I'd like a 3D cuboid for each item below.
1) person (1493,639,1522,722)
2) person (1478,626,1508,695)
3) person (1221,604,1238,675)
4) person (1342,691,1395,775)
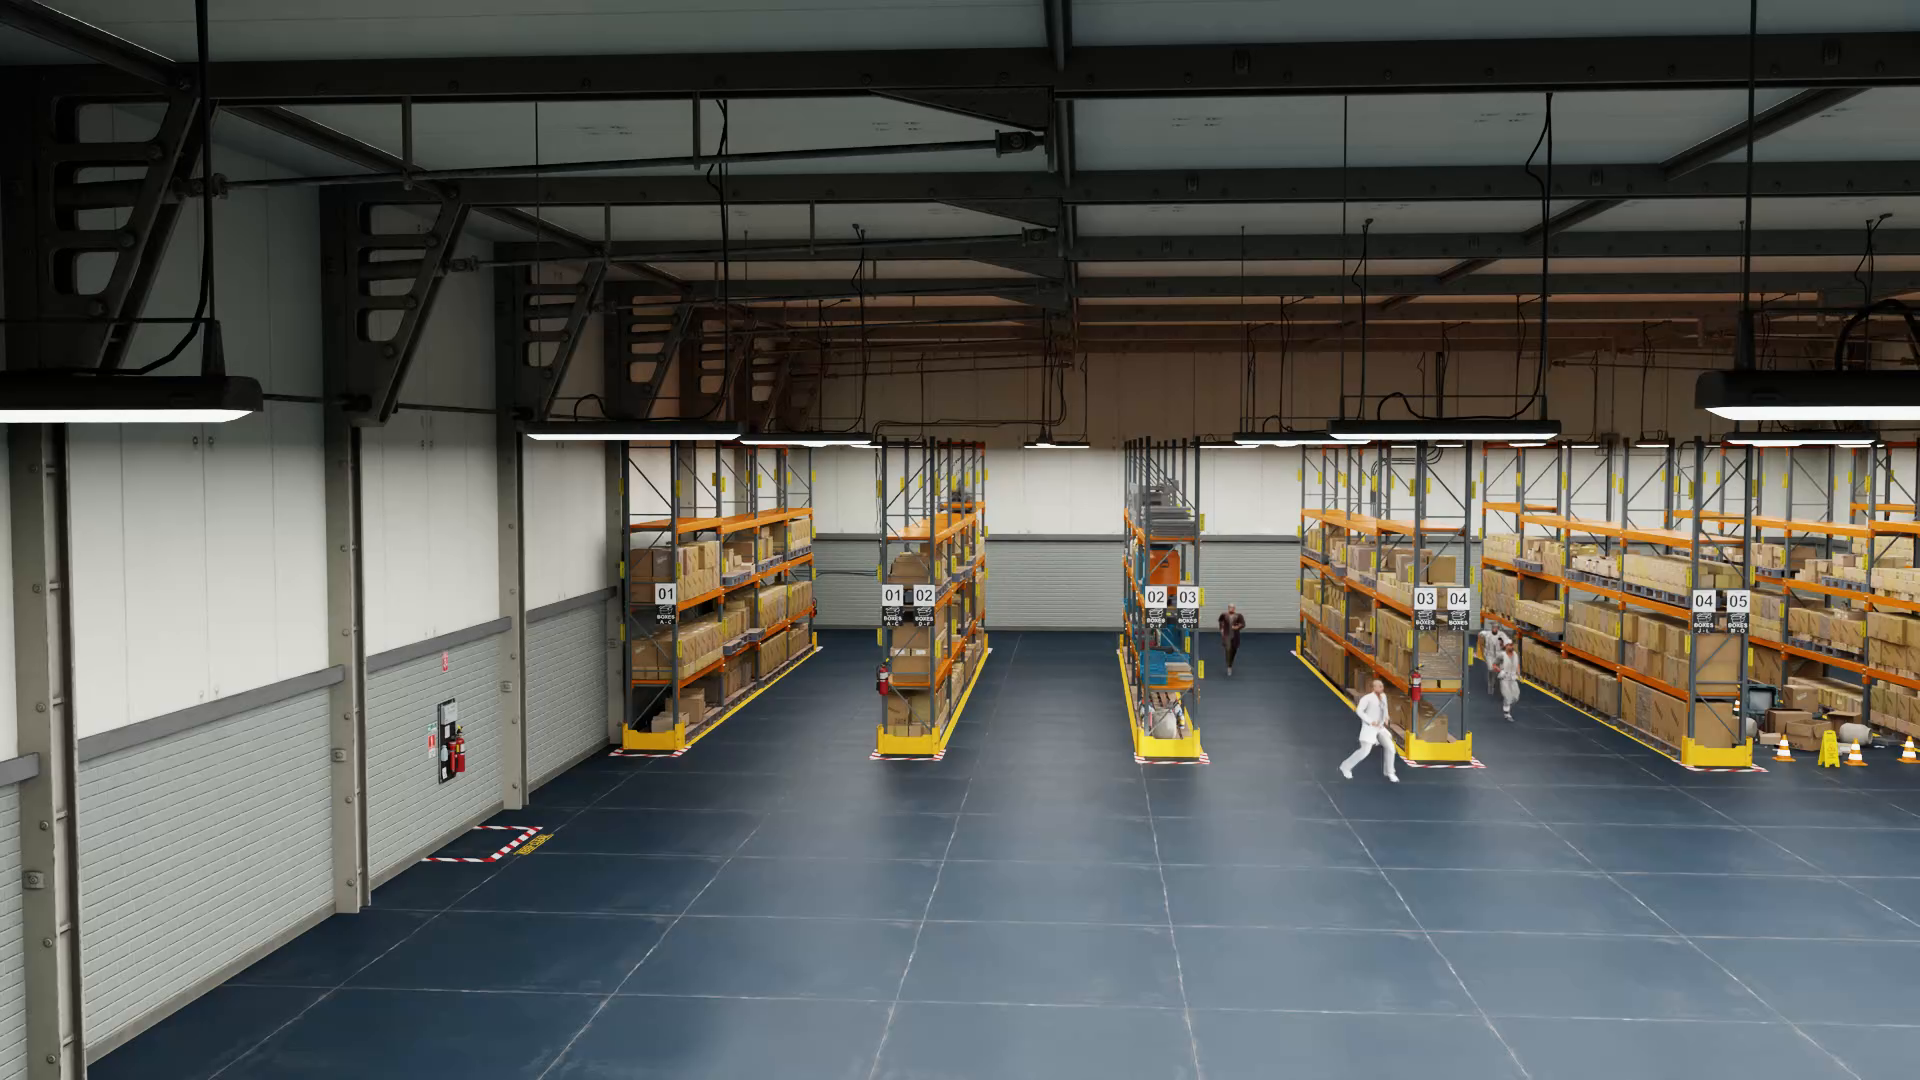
[{"bbox_3d":[11.601,2.969,35.232,0.621,1.755,0.634,-1,3,-10],"label":"person"},{"bbox_3d":[12.590,2.792,39.241,0.648,1.723,0.937,0,3,6],"label":"person"},{"bbox_3d":[7.044,2.554,43.063,0.621,1.842,1.091,0,3,1],"label":"person"},{"bbox_3d":[7.177,3.343,28.943,0.871,1.442,0.717,-2,4,-38],"label":"person"}]
